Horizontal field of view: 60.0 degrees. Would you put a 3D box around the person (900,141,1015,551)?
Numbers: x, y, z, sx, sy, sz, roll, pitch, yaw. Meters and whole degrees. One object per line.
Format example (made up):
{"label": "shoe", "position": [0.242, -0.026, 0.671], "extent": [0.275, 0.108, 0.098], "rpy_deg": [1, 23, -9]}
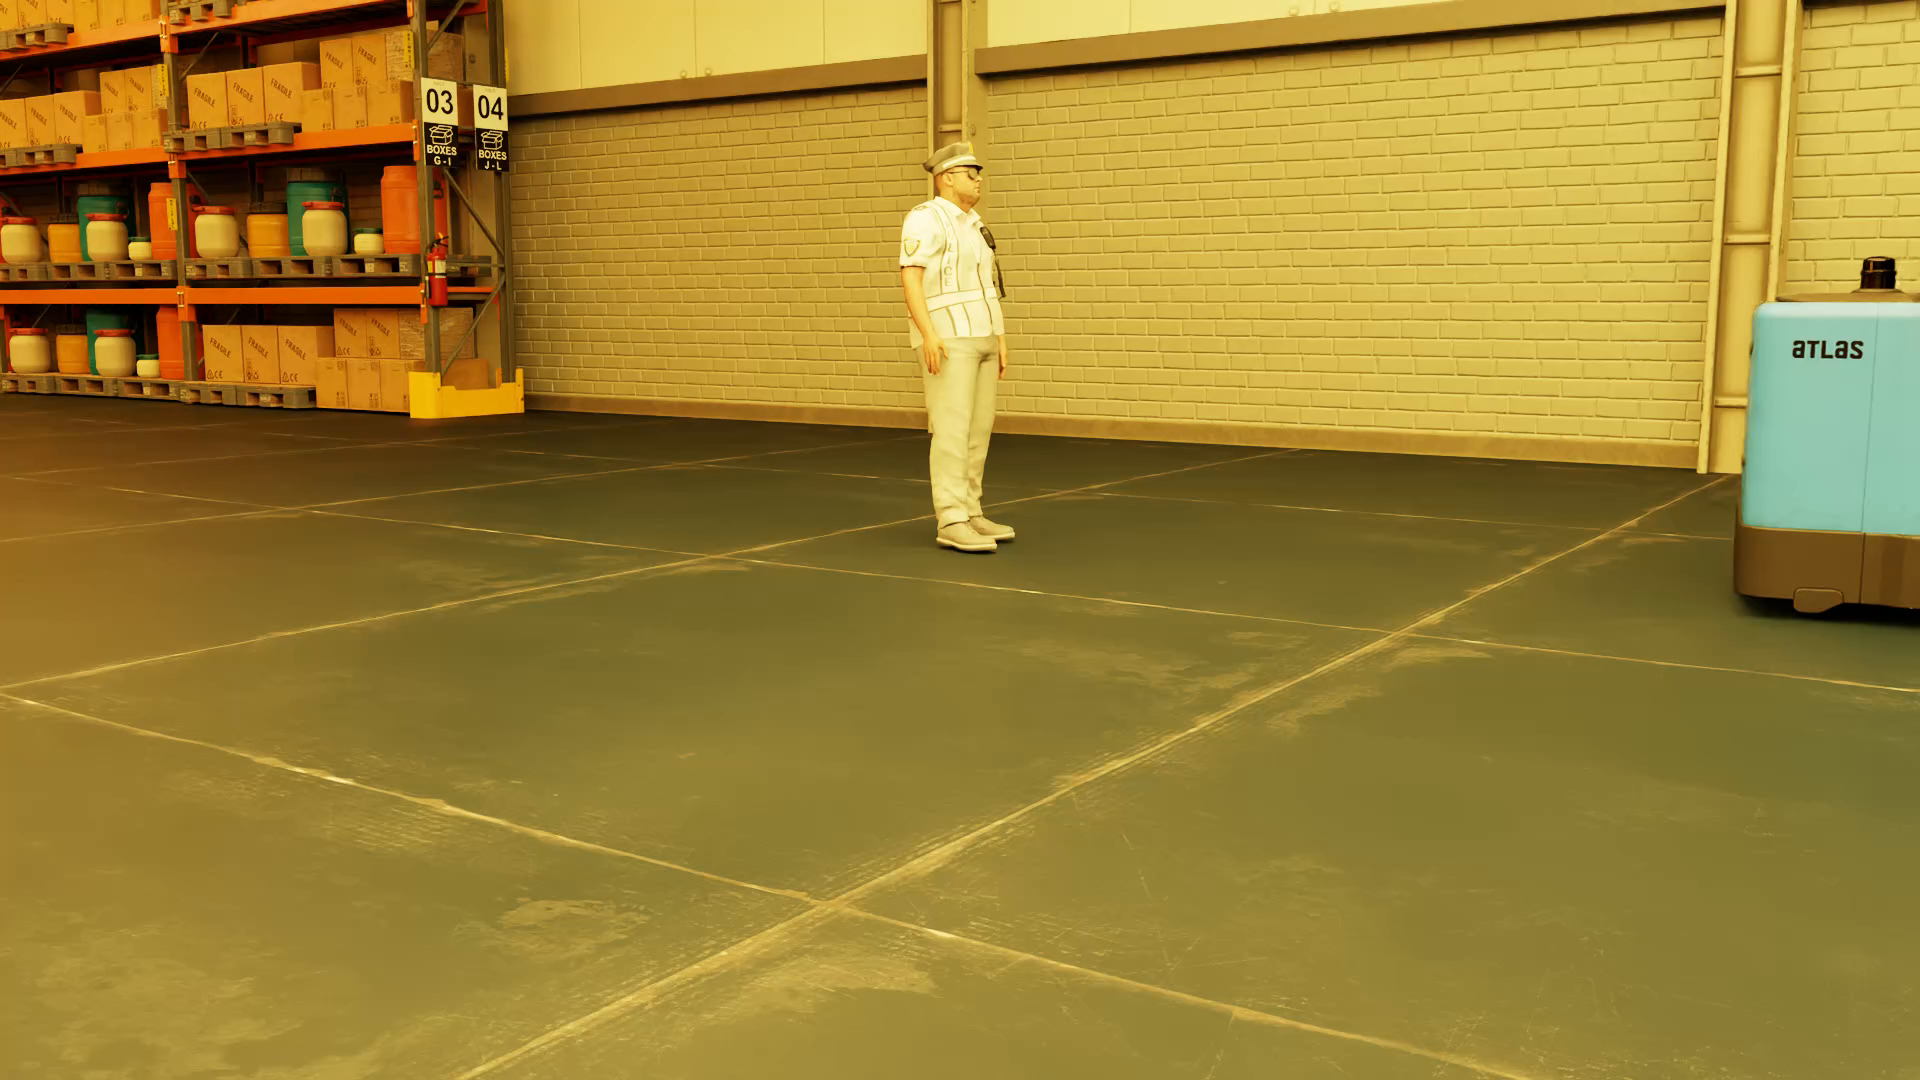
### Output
{"label": "person", "position": [0.057, -0.882, 7.424], "extent": [0.575, 1.781, 0.640], "rpy_deg": [5, 10, 34]}

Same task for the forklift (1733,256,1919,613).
{"label": "forklift", "position": [4.270, -1.166, 5.393], "extent": [3.031, 2.935, 1.130], "rpy_deg": [4, 9, 24]}
